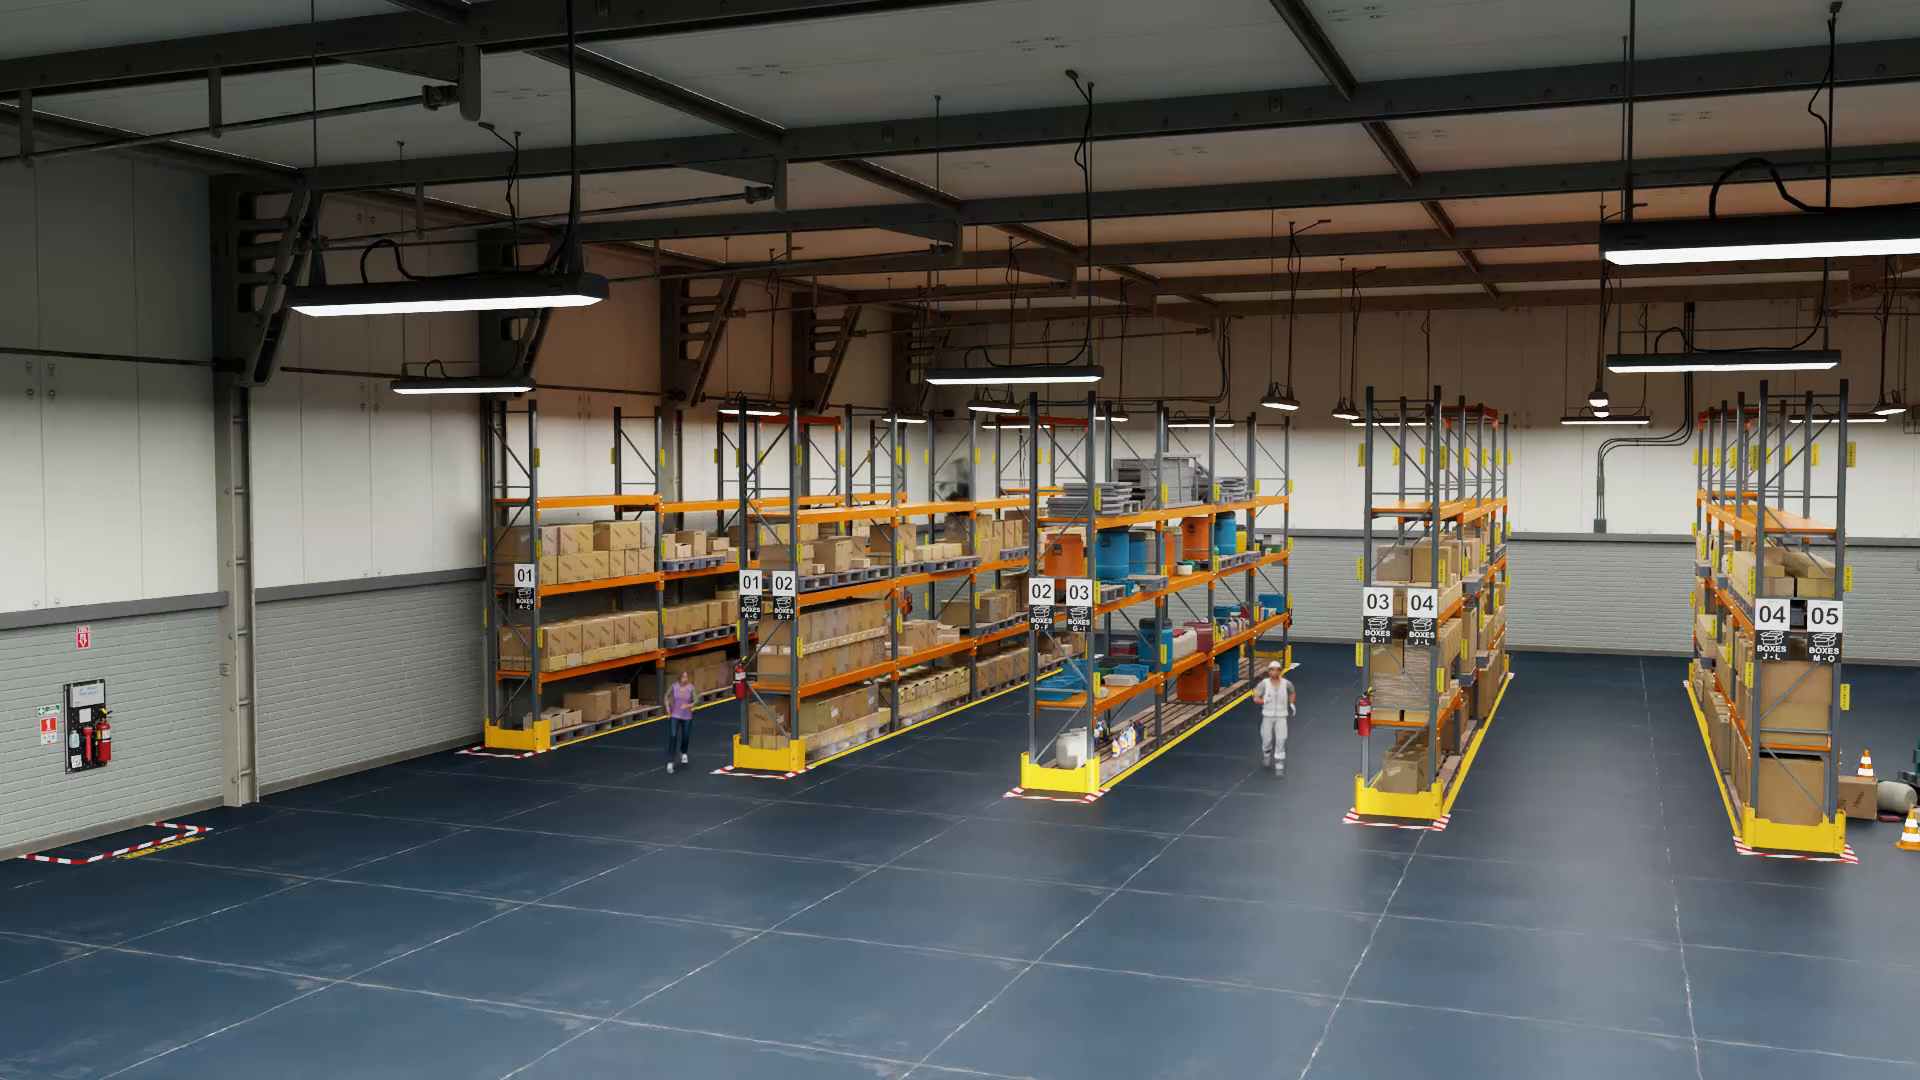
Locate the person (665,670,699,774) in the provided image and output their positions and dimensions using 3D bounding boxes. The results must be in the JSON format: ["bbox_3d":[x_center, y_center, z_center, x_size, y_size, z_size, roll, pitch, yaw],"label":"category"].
[{"bbox_3d":[-4.472,2.882,26.766,0.543,1.600,0.869,-1,3,-12],"label":"person"}]

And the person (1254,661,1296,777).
[{"bbox_3d":[4.968,2.792,26.245,0.666,1.763,0.985,0,3,7],"label":"person"}]
